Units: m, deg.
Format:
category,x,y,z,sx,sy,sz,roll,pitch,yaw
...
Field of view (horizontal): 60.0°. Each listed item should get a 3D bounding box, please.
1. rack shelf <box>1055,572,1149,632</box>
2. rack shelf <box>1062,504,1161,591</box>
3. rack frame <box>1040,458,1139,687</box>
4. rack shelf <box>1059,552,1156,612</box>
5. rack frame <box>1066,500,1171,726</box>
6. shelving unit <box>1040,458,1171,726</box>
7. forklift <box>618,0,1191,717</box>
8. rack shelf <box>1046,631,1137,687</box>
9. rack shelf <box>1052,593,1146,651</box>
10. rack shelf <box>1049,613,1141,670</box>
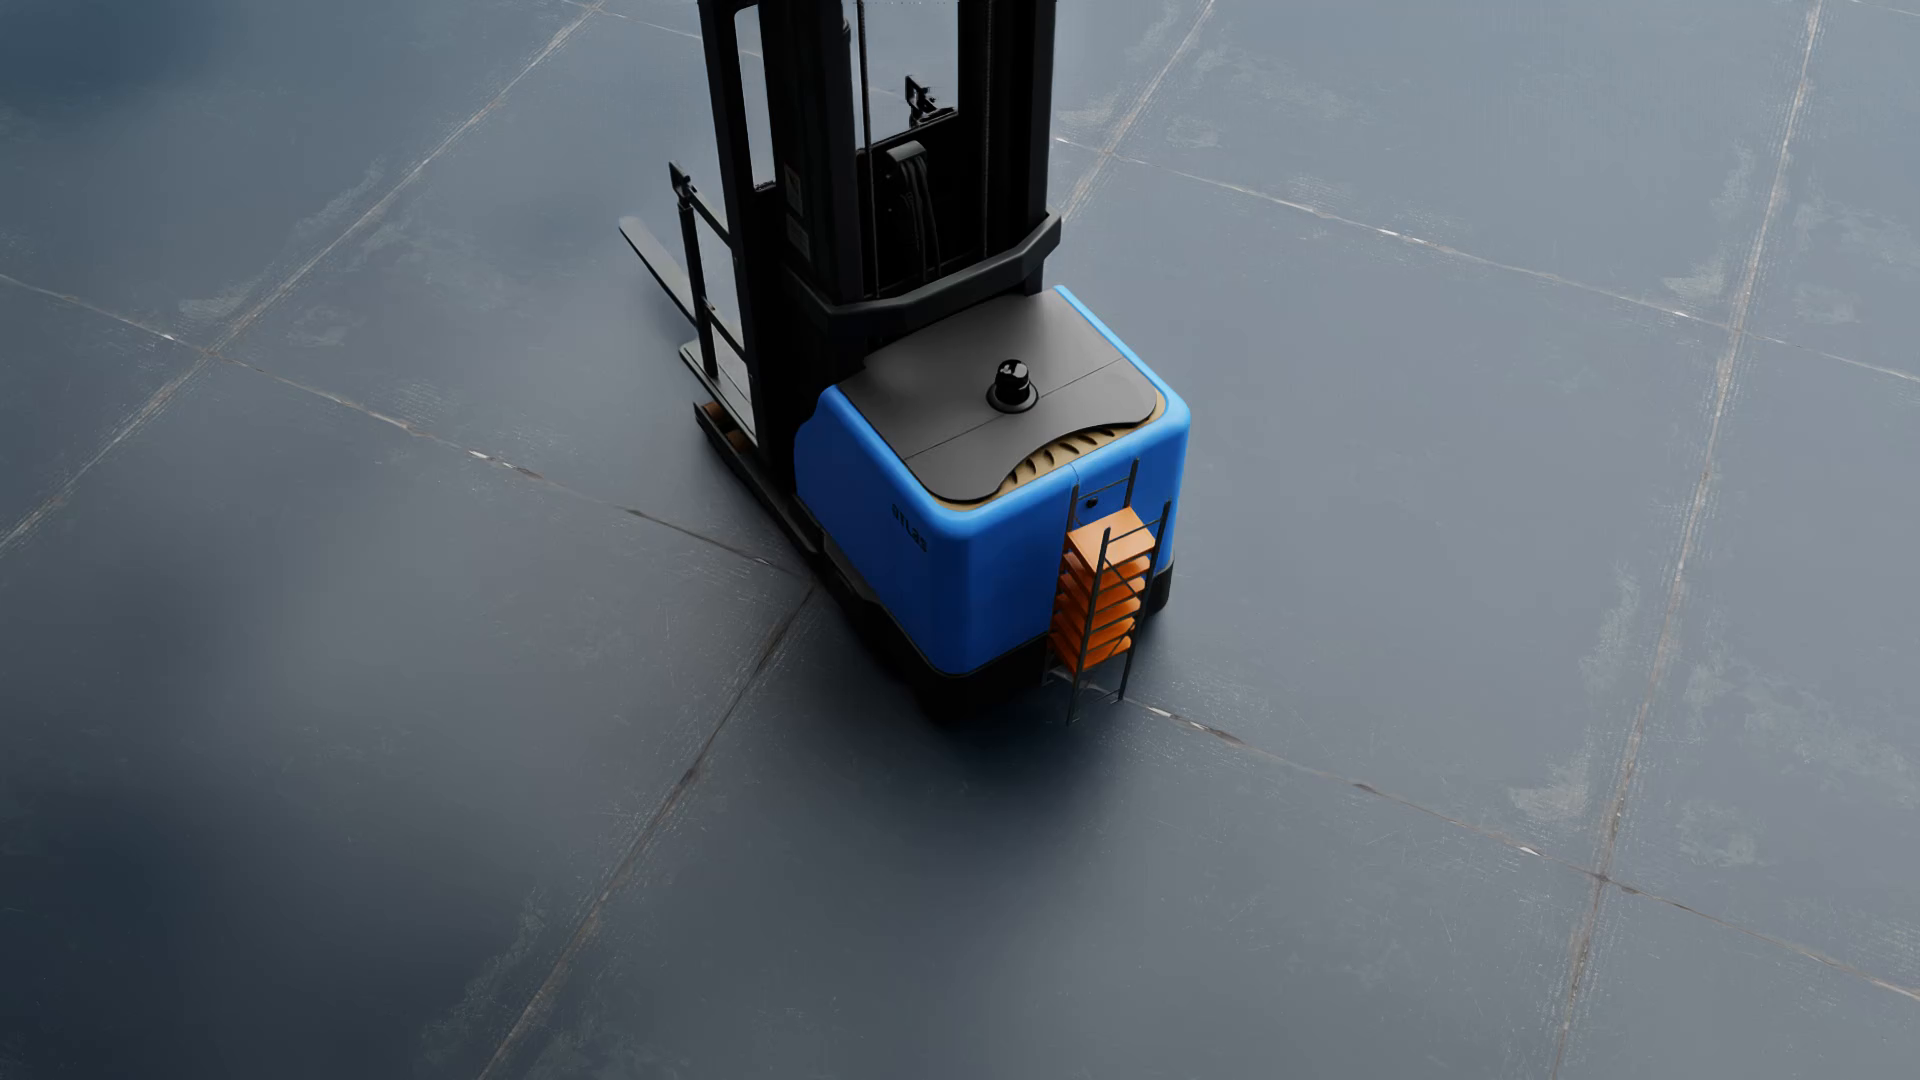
category,x,y,z,sx,sy,sz,roll,pitch,yaw
rack shelf,0.474,0.163,5.531,0.258,0.103,0.180,-23,59,-18
rack shelf,0.485,0.023,5.337,0.258,0.103,0.180,-23,59,-18
rack frame,0.426,0.141,5.638,0.240,1.200,0.006,-23,59,-18
rack shelf,0.480,0.093,5.434,0.258,0.103,0.180,-23,59,-18
rack frame,0.516,0.273,5.548,0.240,1.200,0.006,-23,59,-18
shelving unit,0.471,0.207,5.593,0.258,1.200,0.189,-23,59,-18
forklift,-0.437,-1.424,5.852,1.130,2.935,3.031,-26,55,-21
rack shelf,0.458,0.373,5.823,0.258,0.103,0.180,-23,59,-18
rack shelf,0.469,0.233,5.629,0.258,0.103,0.180,-23,59,-18
rack shelf,0.464,0.303,5.726,0.258,0.103,0.180,-23,59,-18
